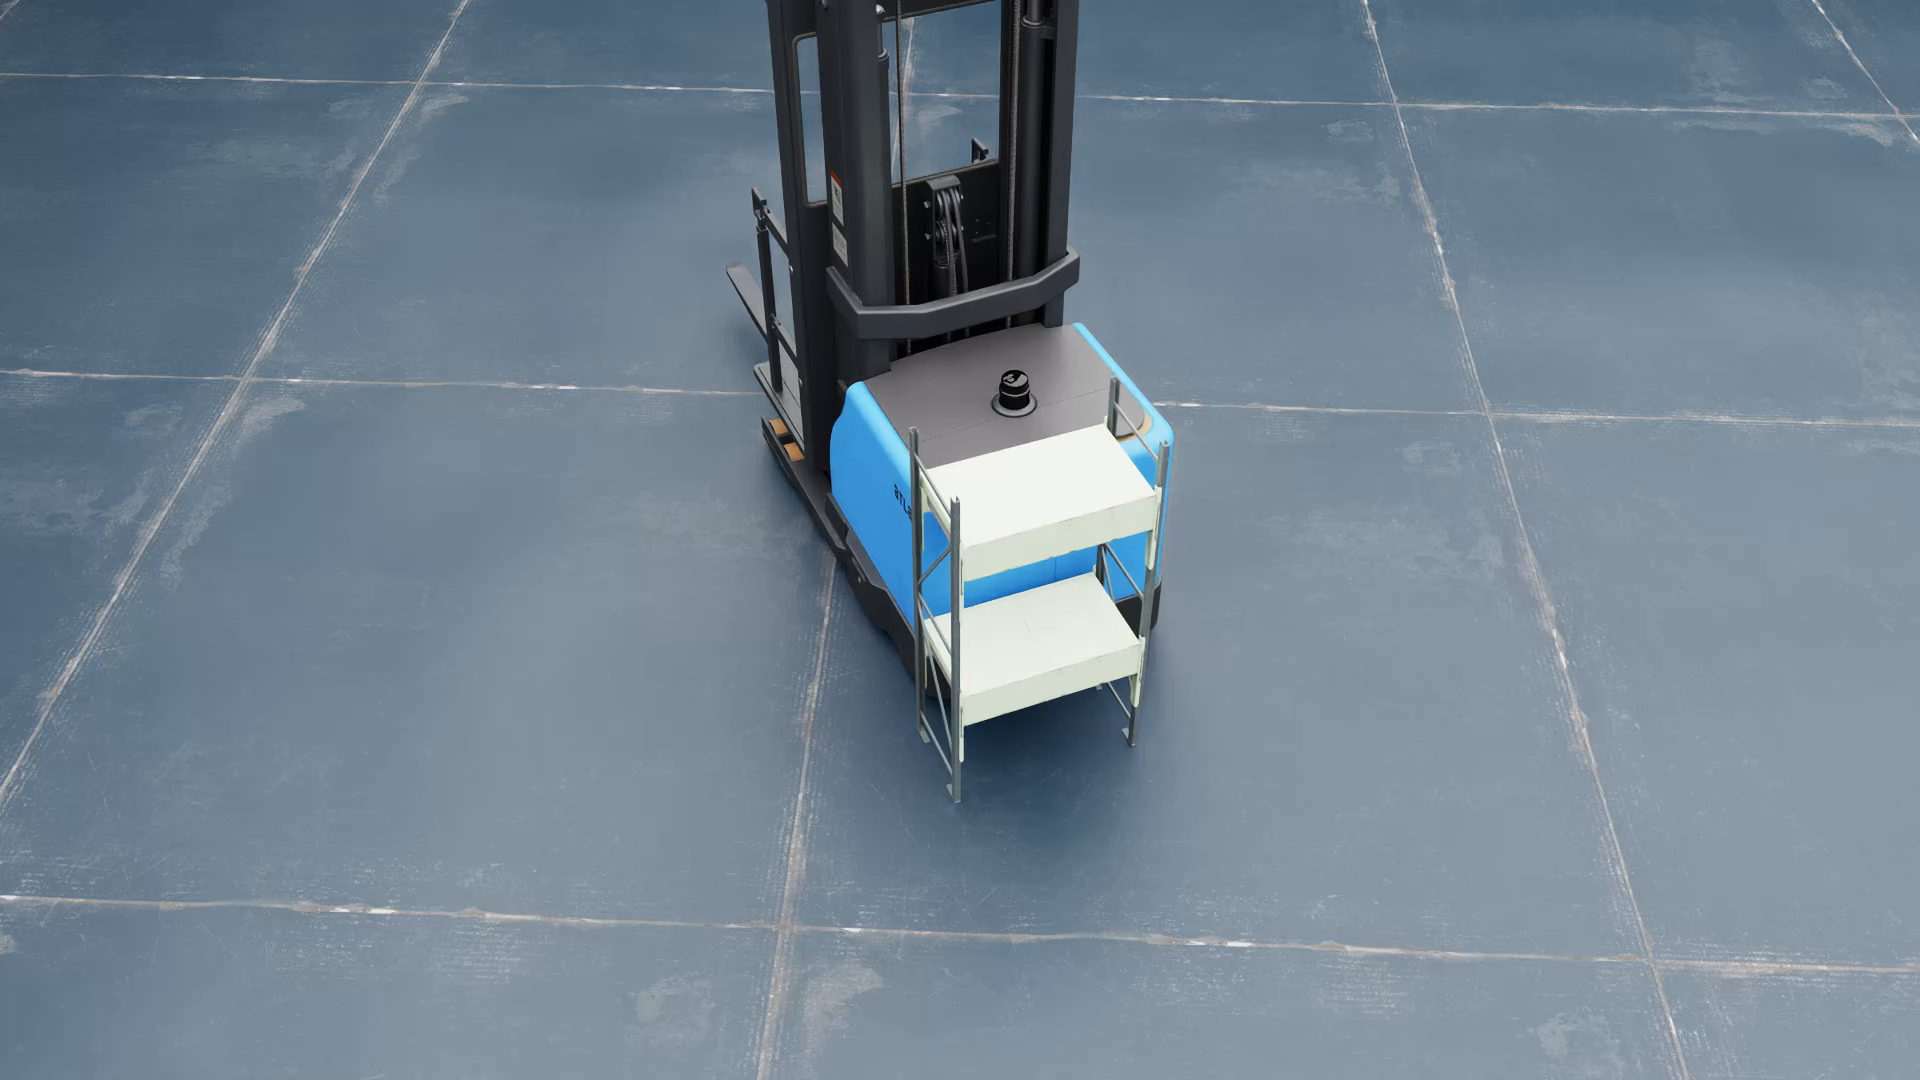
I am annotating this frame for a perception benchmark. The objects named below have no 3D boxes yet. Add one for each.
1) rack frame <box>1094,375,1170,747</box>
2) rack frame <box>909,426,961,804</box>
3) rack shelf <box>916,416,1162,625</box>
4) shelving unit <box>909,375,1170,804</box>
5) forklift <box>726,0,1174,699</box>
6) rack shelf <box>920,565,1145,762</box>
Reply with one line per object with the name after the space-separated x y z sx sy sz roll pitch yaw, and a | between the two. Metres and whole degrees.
0.596 0.118 6.023 0.023 1.500 0.400 -15 45 -16 | rack frame
-0.083 0.305 5.822 0.023 1.500 0.400 -15 45 -16 | rack frame
0.257 -0.074 5.657 0.720 0.370 0.431 -15 45 -16 | rack shelf
0.257 0.211 5.923 0.755 1.500 0.431 -15 45 -16 | shelving unit
-0.258 -1.463 6.670 1.130 2.935 3.031 -17 46 -18 | forklift
0.257 0.450 6.145 0.720 0.370 0.431 -15 45 -16 | rack shelf
